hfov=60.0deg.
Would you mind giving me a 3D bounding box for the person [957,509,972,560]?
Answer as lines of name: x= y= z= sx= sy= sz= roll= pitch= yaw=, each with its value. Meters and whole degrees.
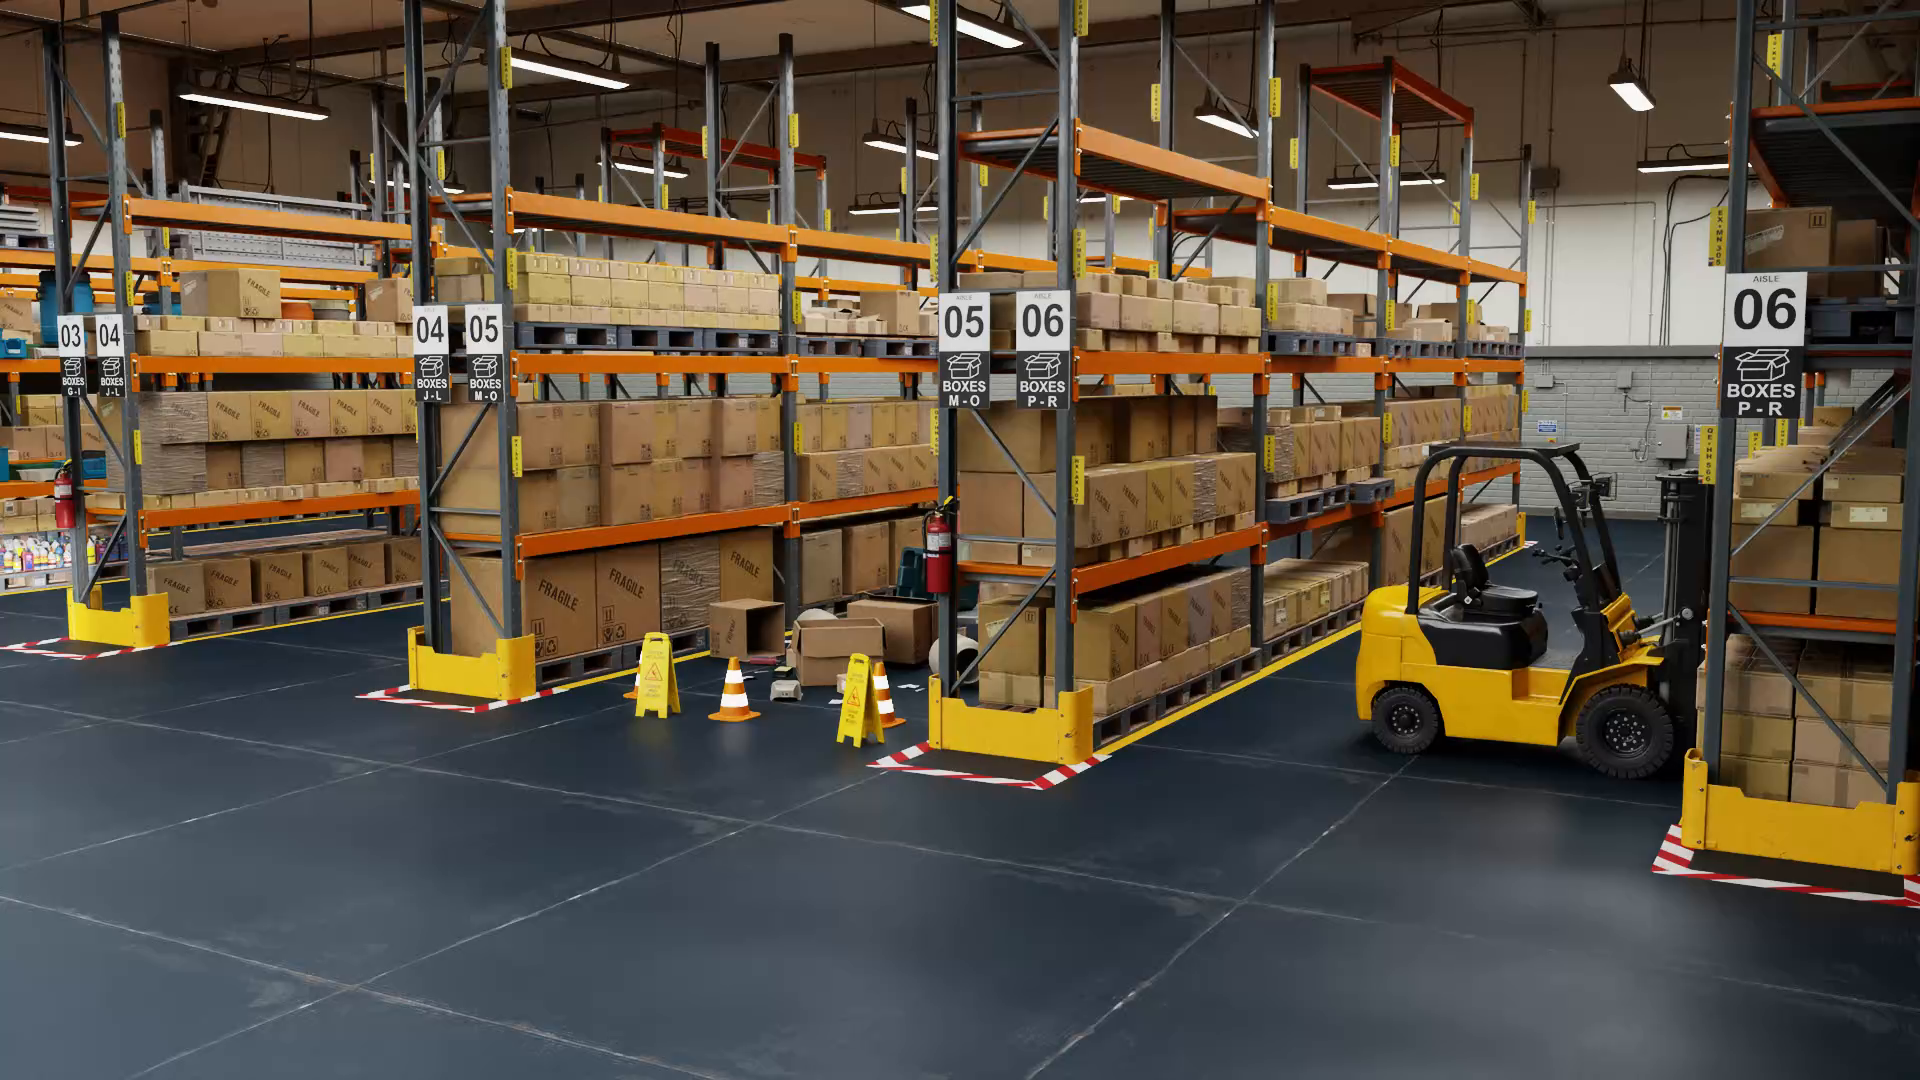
person: x=0.248 y=0.131 z=18.094 sx=0.888 sy=1.396 sz=0.471 roll=3 pitch=7 yaw=27
